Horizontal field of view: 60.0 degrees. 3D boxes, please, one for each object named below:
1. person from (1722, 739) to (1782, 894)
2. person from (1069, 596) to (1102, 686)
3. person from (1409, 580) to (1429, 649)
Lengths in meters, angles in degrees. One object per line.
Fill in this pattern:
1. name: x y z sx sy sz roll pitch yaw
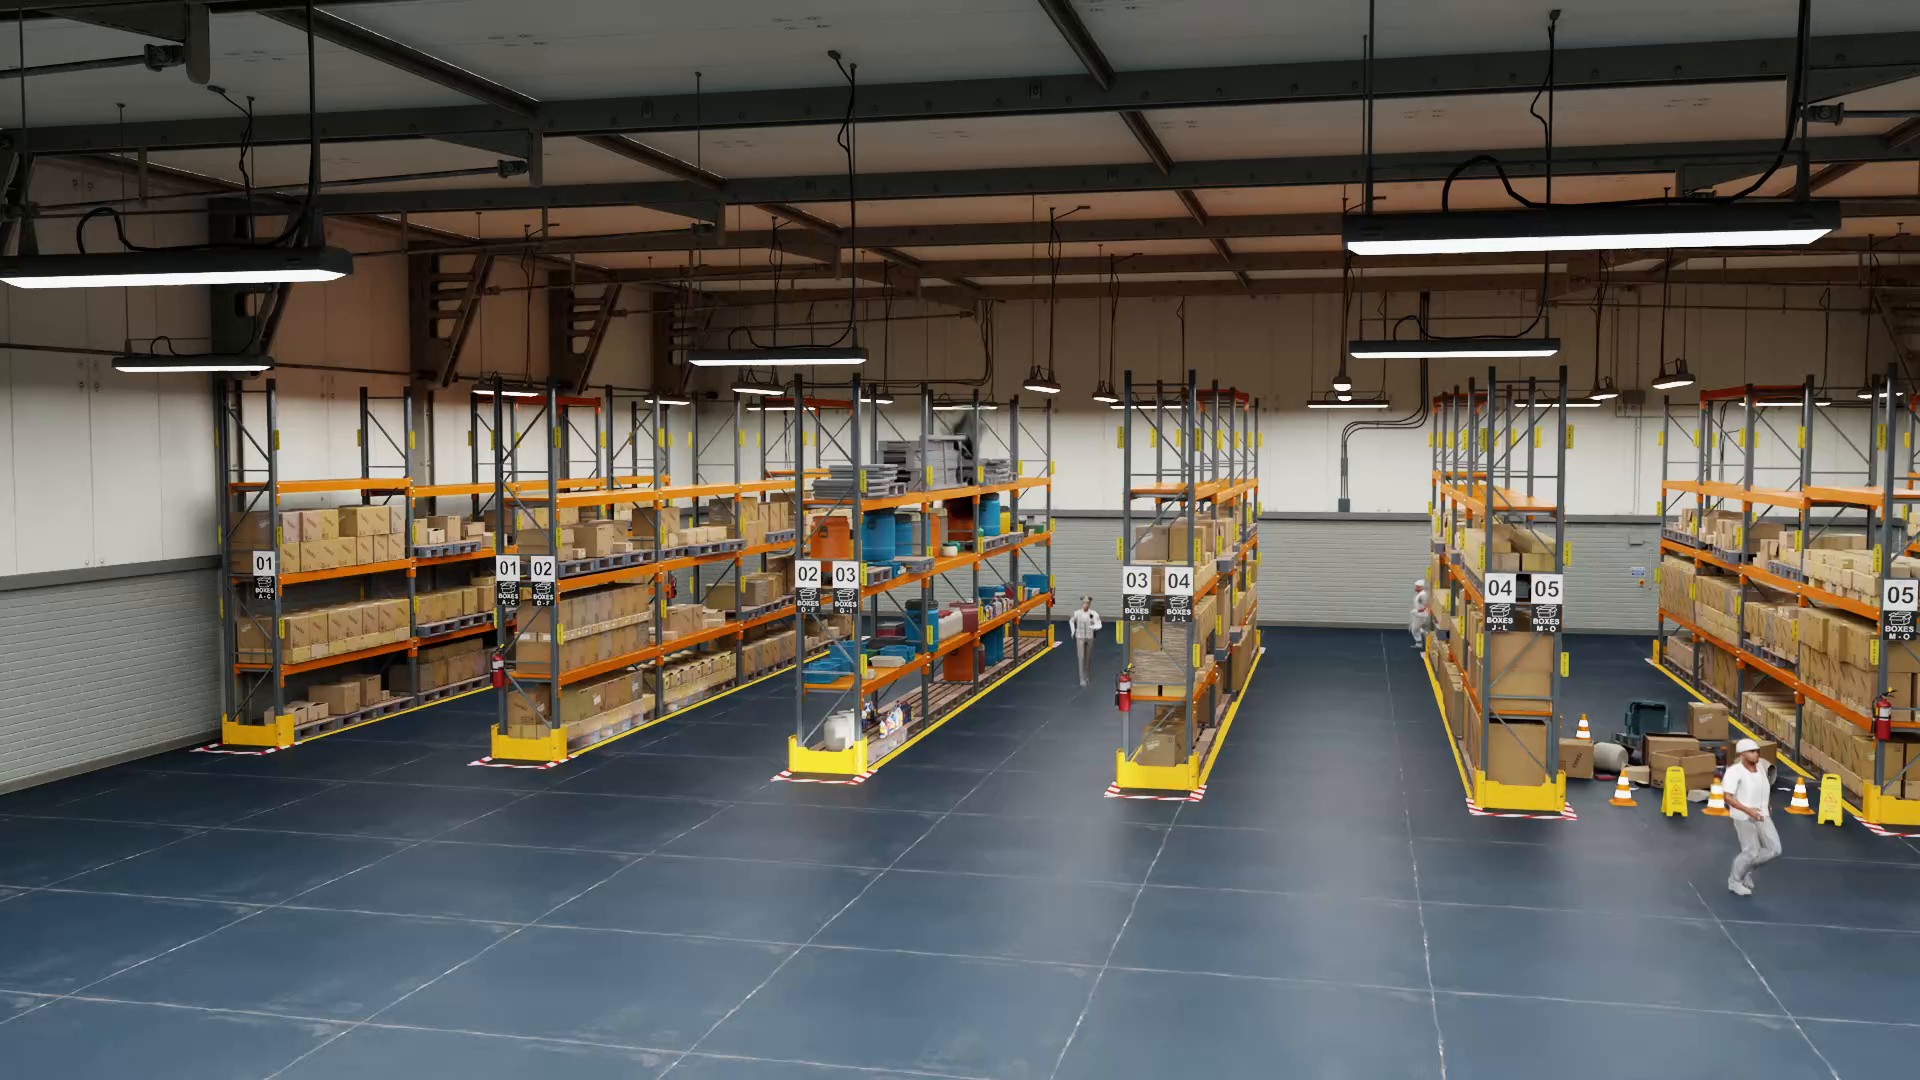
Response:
1. person: 8.705 3.042 18.252 0.711 1.721 0.547 -2 4 -26
2. person: 2.419 1.930 31.976 0.614 1.730 0.794 0 3 1
3. person: 11.002 1.780 39.646 0.612 1.687 0.735 0 3 3
